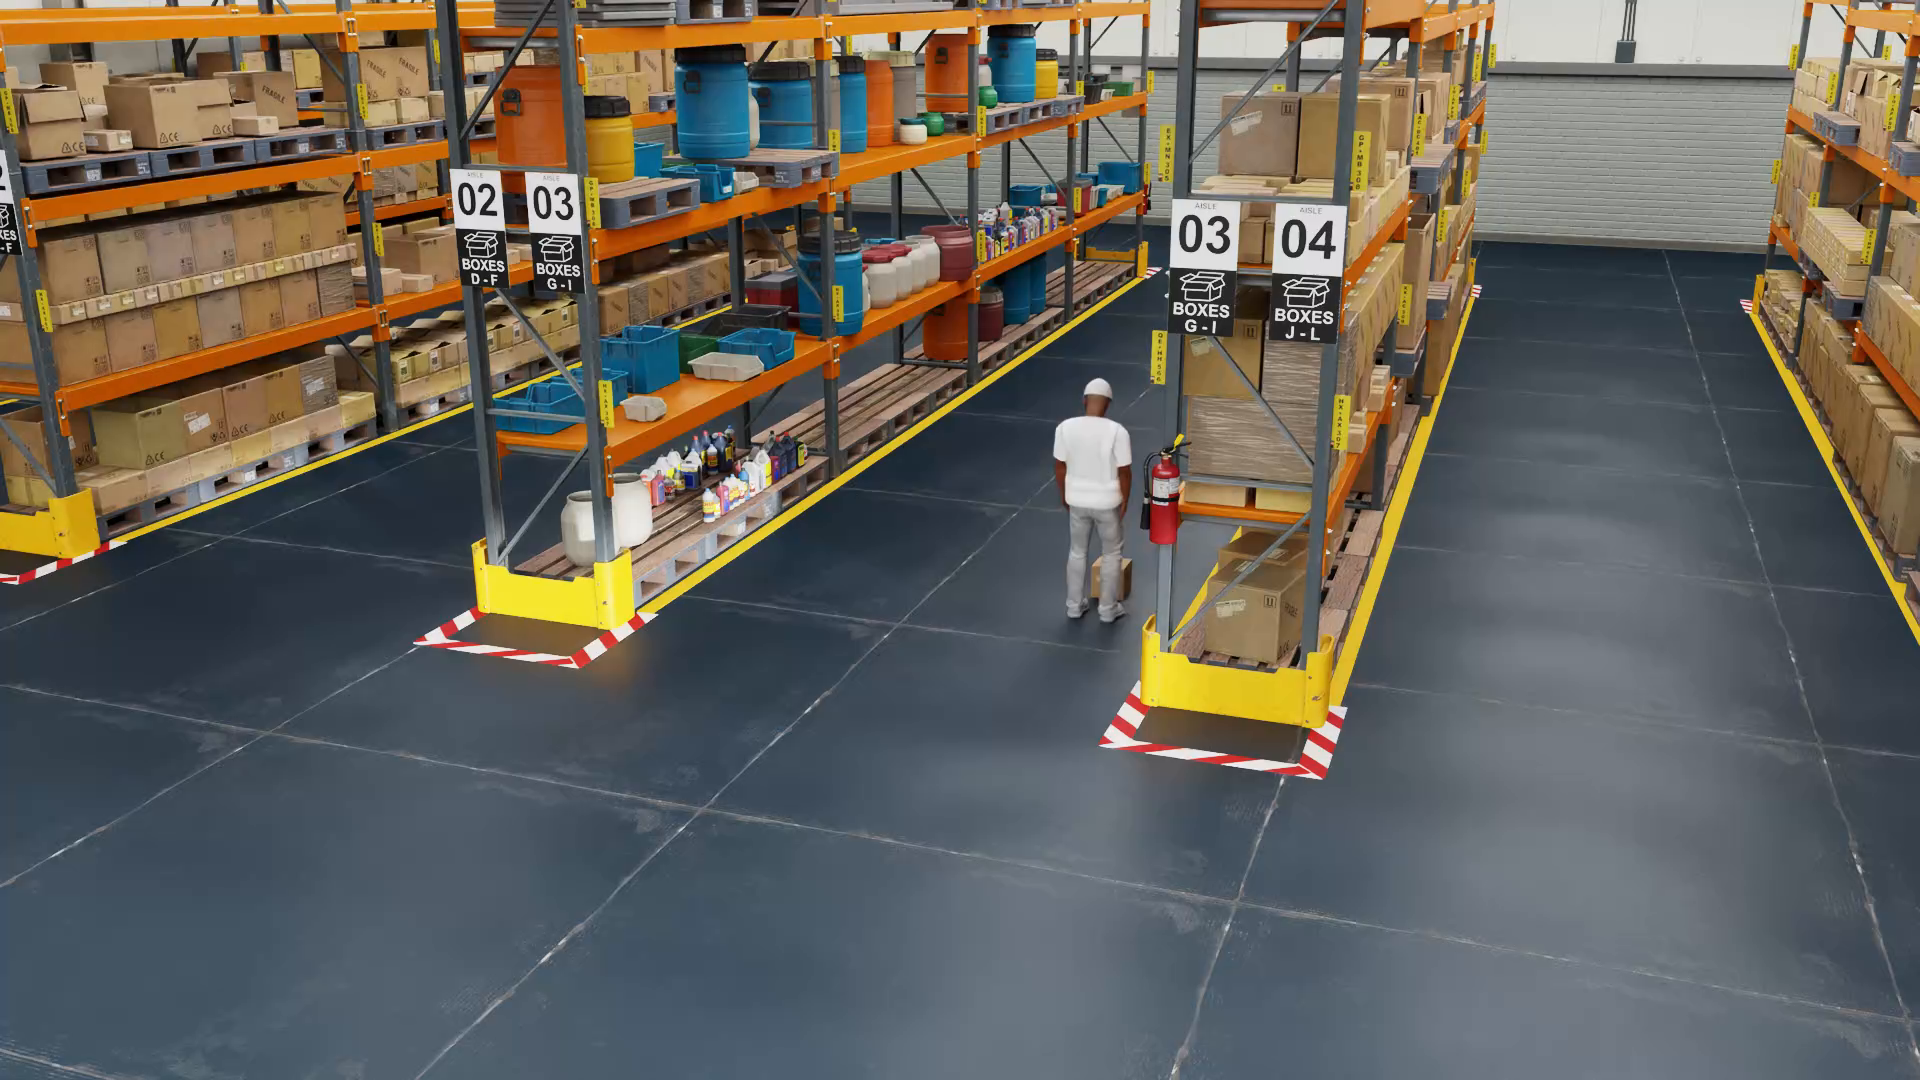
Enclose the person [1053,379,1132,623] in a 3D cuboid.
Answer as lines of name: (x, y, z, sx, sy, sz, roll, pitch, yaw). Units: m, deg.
person: (0.955, -0.287, 11.914, 0.578, 1.743, 0.397, 8, 20, 23)
